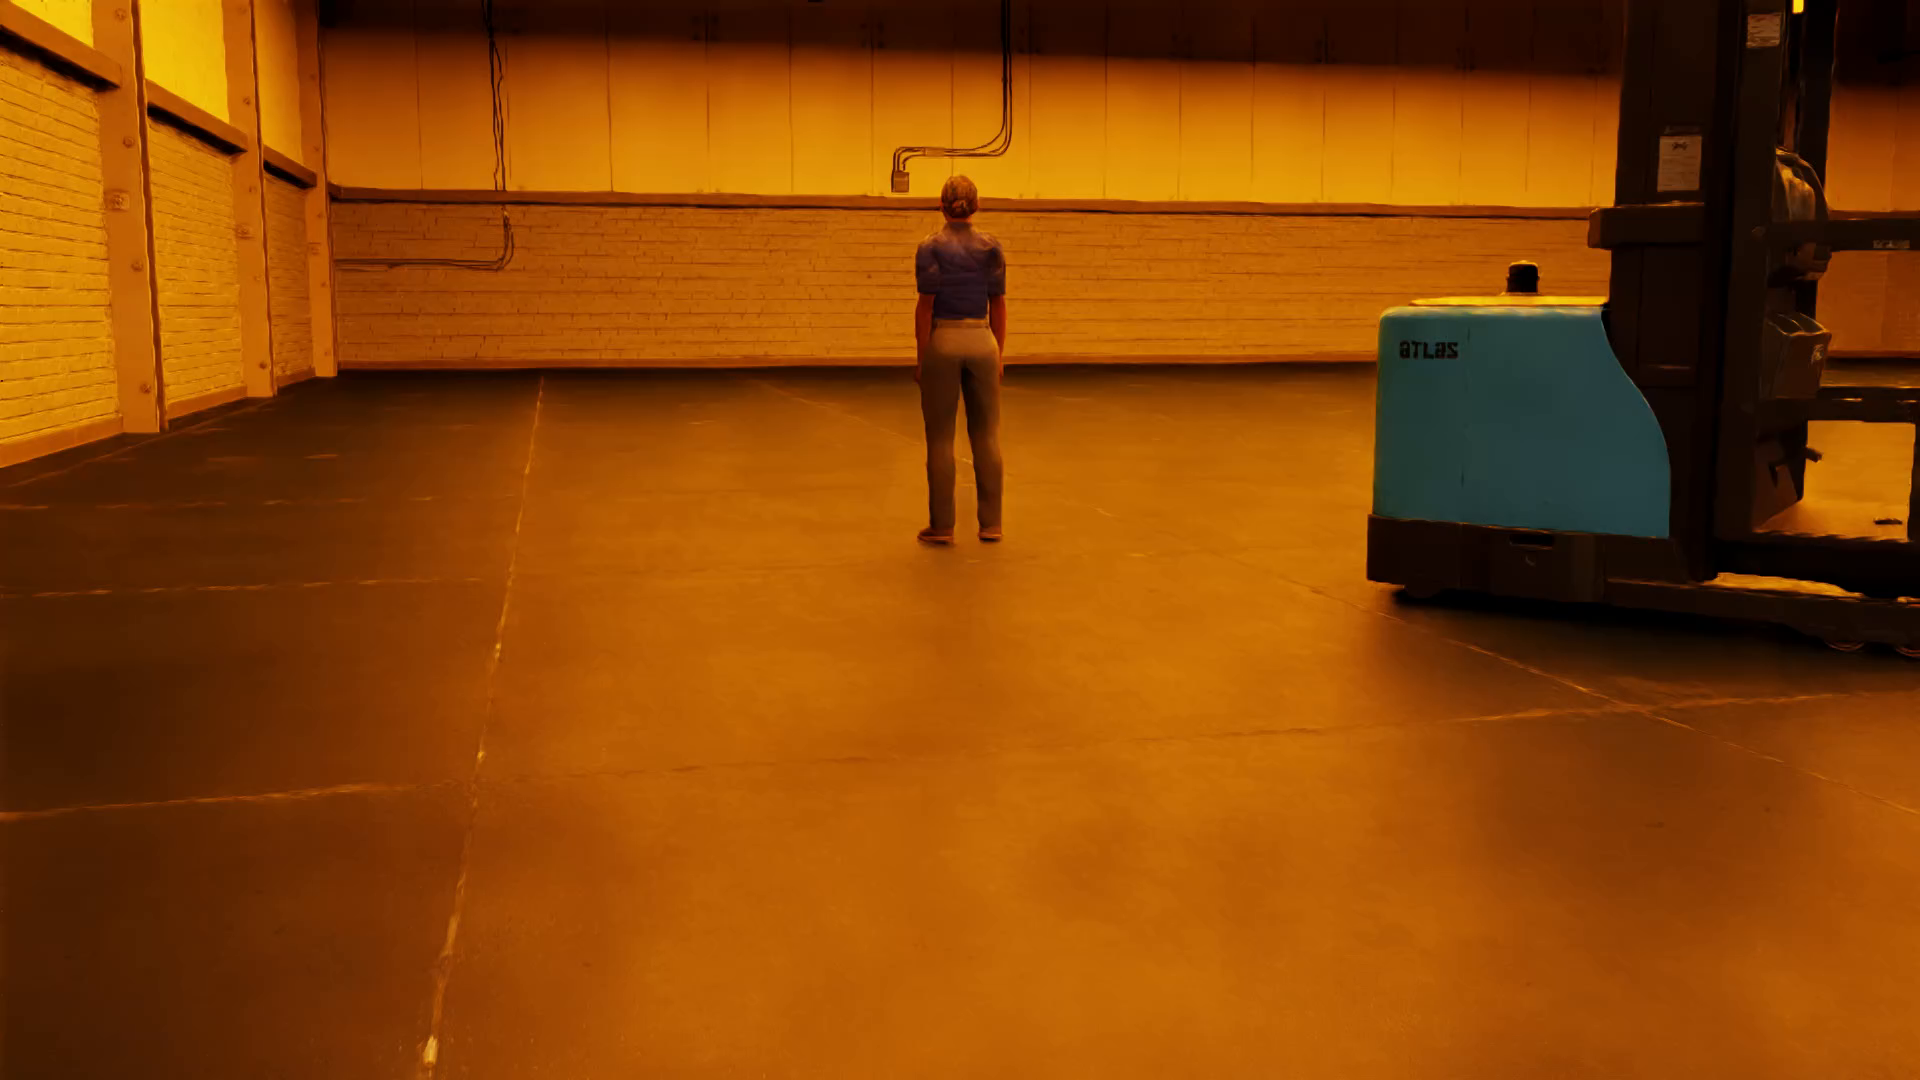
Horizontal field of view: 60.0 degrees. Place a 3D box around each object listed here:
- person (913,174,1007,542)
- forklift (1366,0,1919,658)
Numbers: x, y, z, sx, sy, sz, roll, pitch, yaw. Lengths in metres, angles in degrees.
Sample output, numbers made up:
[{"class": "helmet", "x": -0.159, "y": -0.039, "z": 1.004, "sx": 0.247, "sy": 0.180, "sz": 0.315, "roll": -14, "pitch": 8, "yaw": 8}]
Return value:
[{"class": "person", "x": 0.001, "y": -0.824, "z": 7.617, "sx": 0.446, "sy": 1.662, "sz": 0.320, "roll": -2, "pitch": 8, "yaw": -13}, {"class": "forklift", "x": 3.008, "y": -1.172, "z": 5.511, "sx": 3.031, "sy": 2.935, "sz": 1.130, "roll": 5, "pitch": 10, "yaw": 34}]
